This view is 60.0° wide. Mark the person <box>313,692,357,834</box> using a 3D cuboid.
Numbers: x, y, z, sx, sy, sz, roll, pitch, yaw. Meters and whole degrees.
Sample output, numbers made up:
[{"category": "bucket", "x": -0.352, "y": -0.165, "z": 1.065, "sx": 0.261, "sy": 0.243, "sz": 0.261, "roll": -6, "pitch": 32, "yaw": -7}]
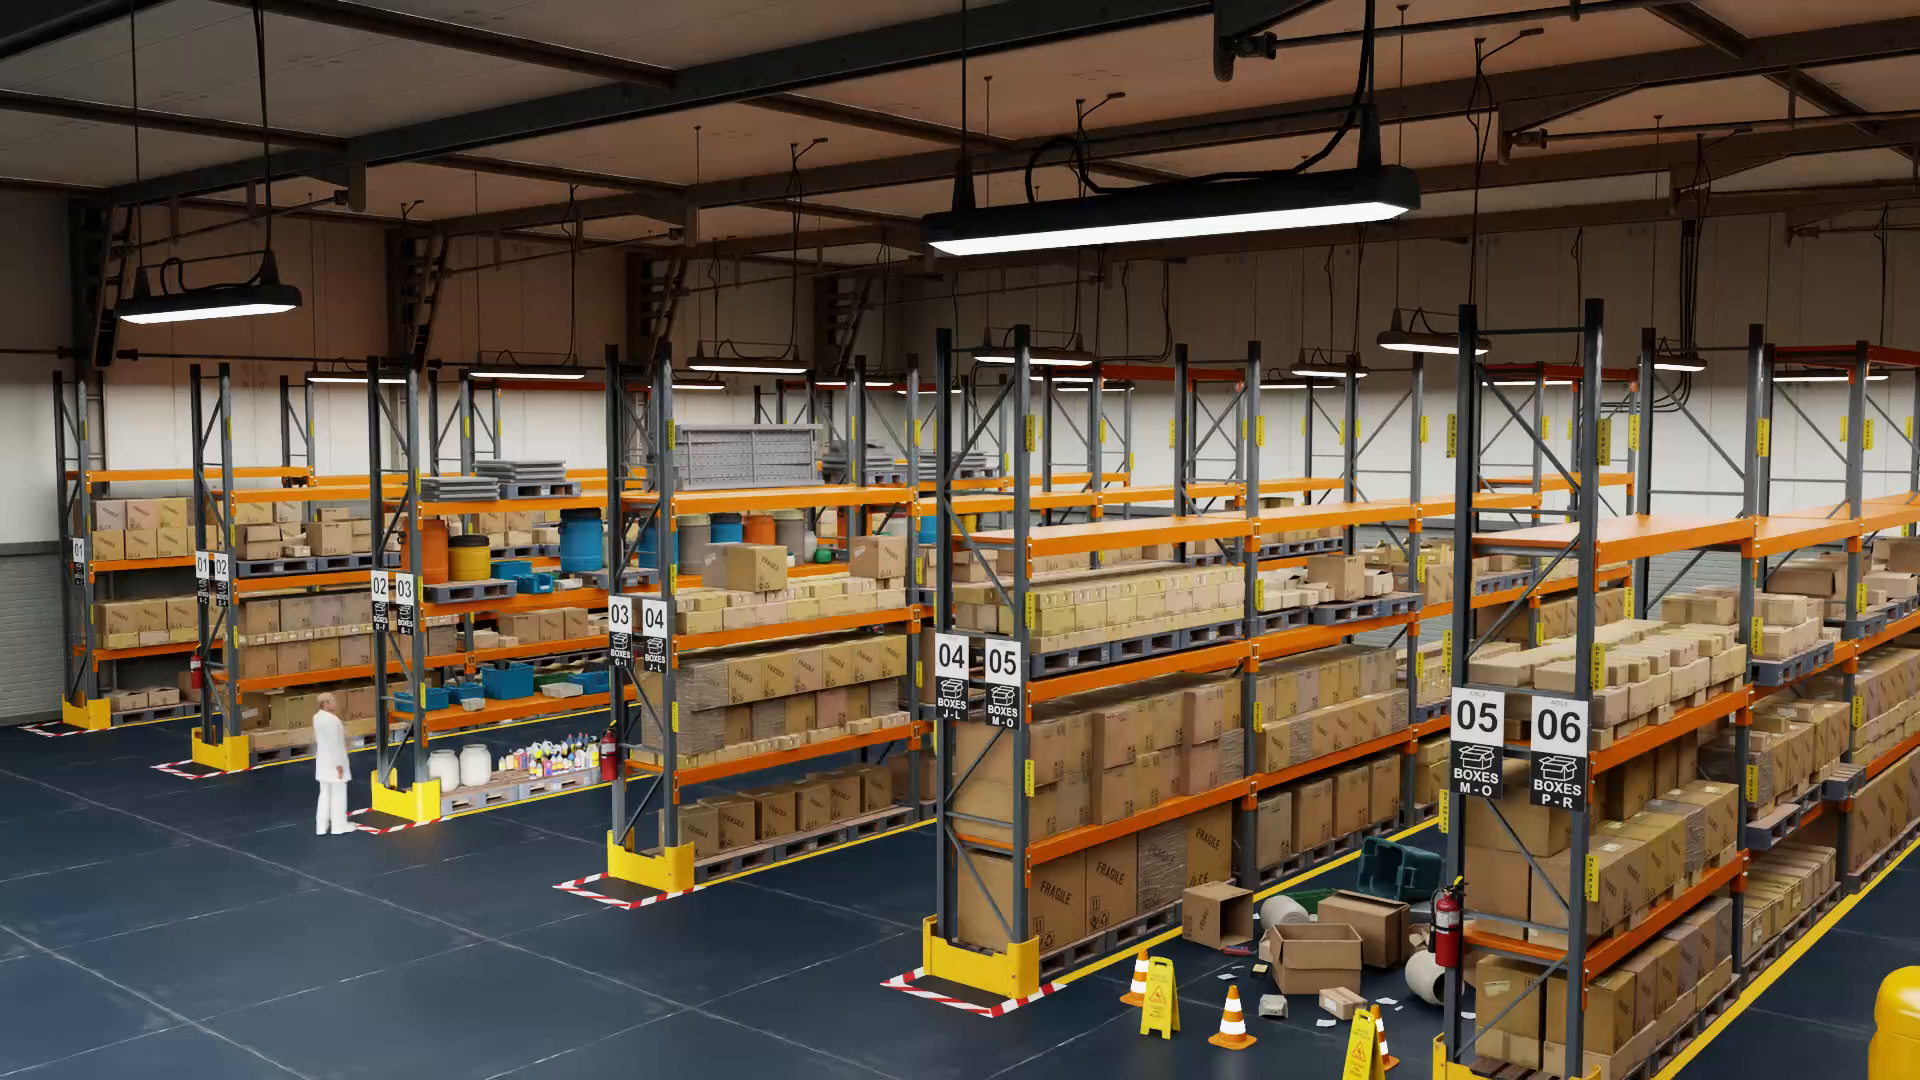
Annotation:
[{"category": "person", "x": -7.830, "y": 2.778, "z": 20.764, "sx": 0.608, "sy": 1.788, "sz": 0.521, "roll": 2, "pitch": 5, "yaw": 31}]

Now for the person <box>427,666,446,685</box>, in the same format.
[{"category": "person", "x": -9.857, "y": 2.090, "z": 31.242, "sx": 0.557, "sy": 1.711, "sz": 0.510, "roll": -3, "pitch": 5, "yaw": -37}]

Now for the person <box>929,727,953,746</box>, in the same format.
[{"category": "person", "x": -0.322, "y": 2.496, "z": 25.513, "sx": 0.560, "sy": 1.796, "sz": 0.483, "roll": 0, "pitch": 4, "yaw": -4}]
